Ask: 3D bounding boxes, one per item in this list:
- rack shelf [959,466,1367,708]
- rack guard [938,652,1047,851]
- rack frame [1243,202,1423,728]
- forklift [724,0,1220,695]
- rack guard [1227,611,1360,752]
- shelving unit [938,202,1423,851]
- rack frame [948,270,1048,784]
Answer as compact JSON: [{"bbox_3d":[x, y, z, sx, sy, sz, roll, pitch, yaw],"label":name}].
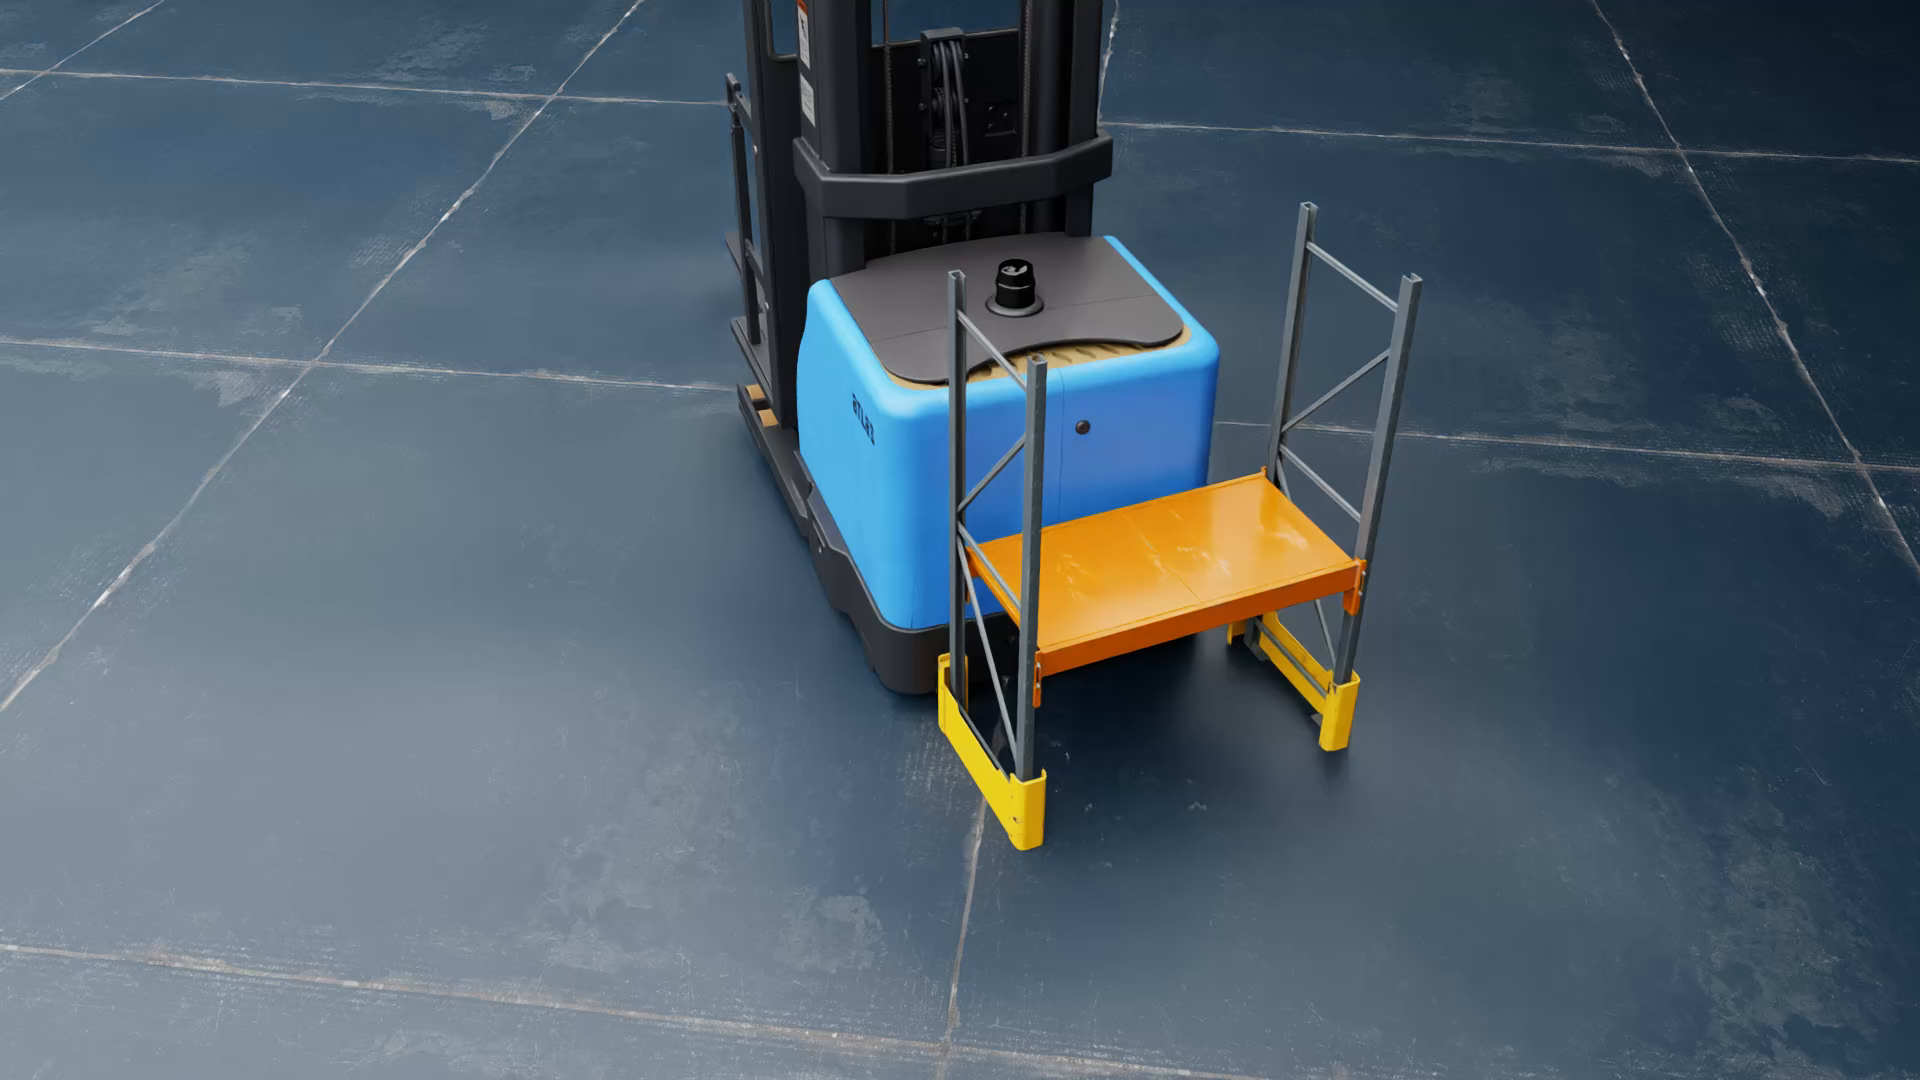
[{"bbox_3d":[0.549,0.109,4.614,1.000,0.185,0.538,-14,38,-19],"label":"rack shelf"},{"bbox_3d":[0.084,0.588,4.710,0.087,0.250,0.587,-14,38,-19],"label":"rack guard"},{"bbox_3d":[1.016,-0.155,4.674,0.032,1.500,0.500,-14,38,-19],"label":"rack frame"},{"bbox_3d":[-0.207,-1.585,5.448,1.130,2.935,3.031,-11,37,-16],"label":"forklift"},{"bbox_3d":[0.997,0.358,5.032,0.087,0.250,0.587,-14,38,-19],"label":"rack guard"},{"bbox_3d":[0.541,-0.035,4.507,1.083,1.500,0.587,-14,38,-19],"label":"shelving unit"},{"bbox_3d":[0.083,0.080,4.345,0.032,1.500,0.500,-14,38,-19],"label":"rack frame"}]
